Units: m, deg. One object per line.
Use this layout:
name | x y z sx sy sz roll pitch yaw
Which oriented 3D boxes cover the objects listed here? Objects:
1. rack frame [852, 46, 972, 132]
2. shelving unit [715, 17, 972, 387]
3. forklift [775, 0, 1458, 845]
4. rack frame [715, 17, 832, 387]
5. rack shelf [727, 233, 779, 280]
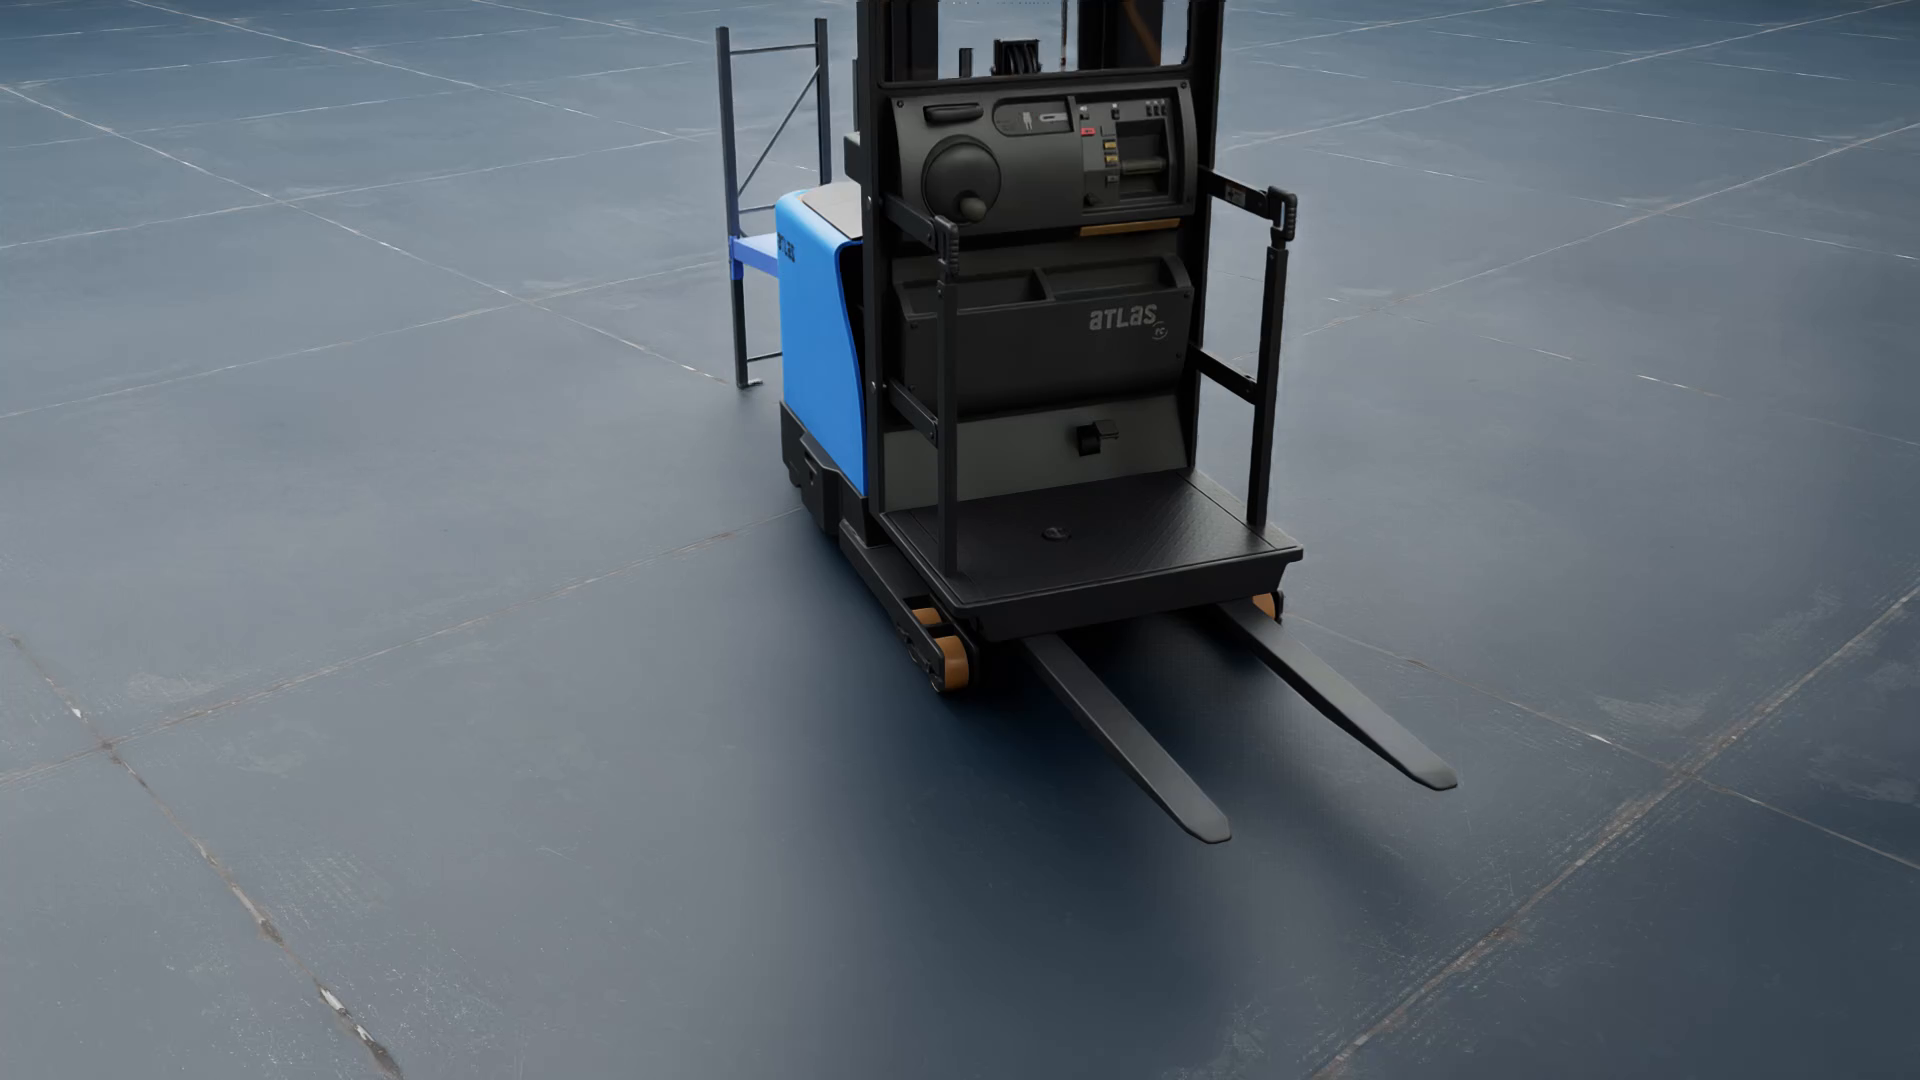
rack frame | -0.168 -1.069 6.286 0.500 1.500 0.032 -17 29 -32
shelving unit | -0.464 -1.240 6.662 0.538 1.500 1.048 -17 29 -32
forklift | 0.332 -1.088 4.604 1.130 2.935 3.031 -9 26 -19
rack frame | -0.760 -1.412 7.038 0.500 1.500 0.032 -17 29 -32
rack shelf | -0.464 -1.077 6.736 0.538 0.185 1.000 -17 29 -32
